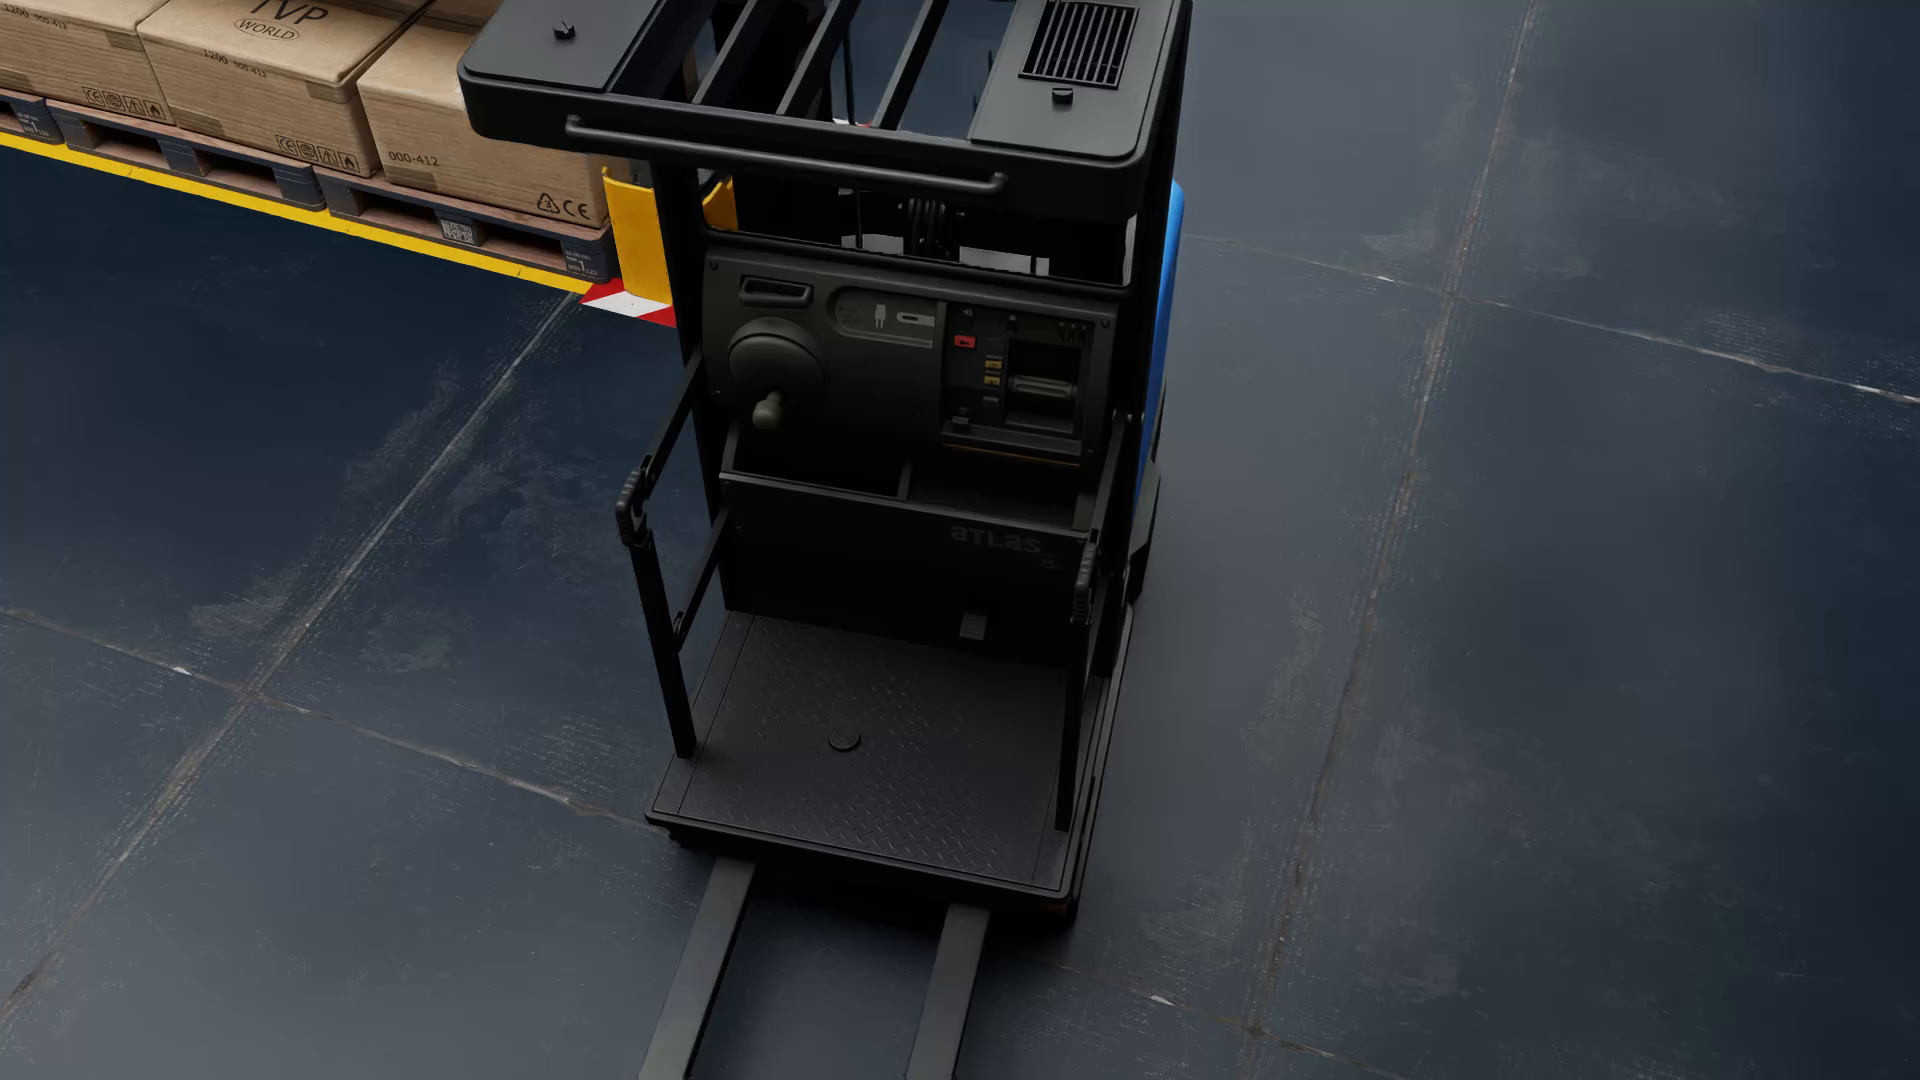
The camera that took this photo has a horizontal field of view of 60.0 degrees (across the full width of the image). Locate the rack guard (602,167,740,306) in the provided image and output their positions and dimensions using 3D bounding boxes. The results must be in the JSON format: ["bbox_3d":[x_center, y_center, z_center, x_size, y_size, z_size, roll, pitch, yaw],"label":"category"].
[{"bbox_3d":[-0.879,-1.435,6.163,0.348,0.500,1.175,16,51,13],"label":"rack guard"}]

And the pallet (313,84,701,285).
[{"bbox_3d":[-1.678,-1.501,6.411,1.213,0.211,1.003,16,51,13],"label":"pallet"}]

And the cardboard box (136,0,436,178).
[{"bbox_3d":[-2.416,-1.894,6.325,0.875,0.438,0.875,17,51,14],"label":"cardboard box"}]

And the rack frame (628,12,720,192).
[{"bbox_3d":[-0.901,-2.260,5.224,0.127,3.000,1.000,16,51,13],"label":"rack frame"}]

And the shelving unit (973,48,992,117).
[{"bbox_3d":[0.156,-0.961,5.289,0.189,1.200,0.258,10,50,8],"label":"shelving unit"}]

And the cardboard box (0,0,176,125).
[{"bbox_3d":[-3.261,-2.132,6.530,0.875,0.438,0.875,14,51,12],"label":"cardboard box"}]

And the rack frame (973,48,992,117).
[{"bbox_3d":[0.067,-0.976,5.302,0.006,1.200,0.240,10,50,8],"label":"rack frame"}]

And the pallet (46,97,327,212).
[{"bbox_3d":[-2.819,-1.822,6.689,1.213,0.211,1.003,16,51,13],"label":"pallet"}]

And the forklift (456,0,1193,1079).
[{"bbox_3d":[-0.167,-0.295,3.566,1.130,2.935,3.031,10,50,8],"label":"forklift"}]

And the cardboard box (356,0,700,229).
[{"bbox_3d":[-1.555,-1.661,6.122,0.875,0.438,0.875,14,51,12],"label":"cardboard box"}]

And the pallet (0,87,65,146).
[{"bbox_3d":[-3.967,-2.140,6.965,1.213,0.211,1.003,16,51,13],"label":"pallet"}]
